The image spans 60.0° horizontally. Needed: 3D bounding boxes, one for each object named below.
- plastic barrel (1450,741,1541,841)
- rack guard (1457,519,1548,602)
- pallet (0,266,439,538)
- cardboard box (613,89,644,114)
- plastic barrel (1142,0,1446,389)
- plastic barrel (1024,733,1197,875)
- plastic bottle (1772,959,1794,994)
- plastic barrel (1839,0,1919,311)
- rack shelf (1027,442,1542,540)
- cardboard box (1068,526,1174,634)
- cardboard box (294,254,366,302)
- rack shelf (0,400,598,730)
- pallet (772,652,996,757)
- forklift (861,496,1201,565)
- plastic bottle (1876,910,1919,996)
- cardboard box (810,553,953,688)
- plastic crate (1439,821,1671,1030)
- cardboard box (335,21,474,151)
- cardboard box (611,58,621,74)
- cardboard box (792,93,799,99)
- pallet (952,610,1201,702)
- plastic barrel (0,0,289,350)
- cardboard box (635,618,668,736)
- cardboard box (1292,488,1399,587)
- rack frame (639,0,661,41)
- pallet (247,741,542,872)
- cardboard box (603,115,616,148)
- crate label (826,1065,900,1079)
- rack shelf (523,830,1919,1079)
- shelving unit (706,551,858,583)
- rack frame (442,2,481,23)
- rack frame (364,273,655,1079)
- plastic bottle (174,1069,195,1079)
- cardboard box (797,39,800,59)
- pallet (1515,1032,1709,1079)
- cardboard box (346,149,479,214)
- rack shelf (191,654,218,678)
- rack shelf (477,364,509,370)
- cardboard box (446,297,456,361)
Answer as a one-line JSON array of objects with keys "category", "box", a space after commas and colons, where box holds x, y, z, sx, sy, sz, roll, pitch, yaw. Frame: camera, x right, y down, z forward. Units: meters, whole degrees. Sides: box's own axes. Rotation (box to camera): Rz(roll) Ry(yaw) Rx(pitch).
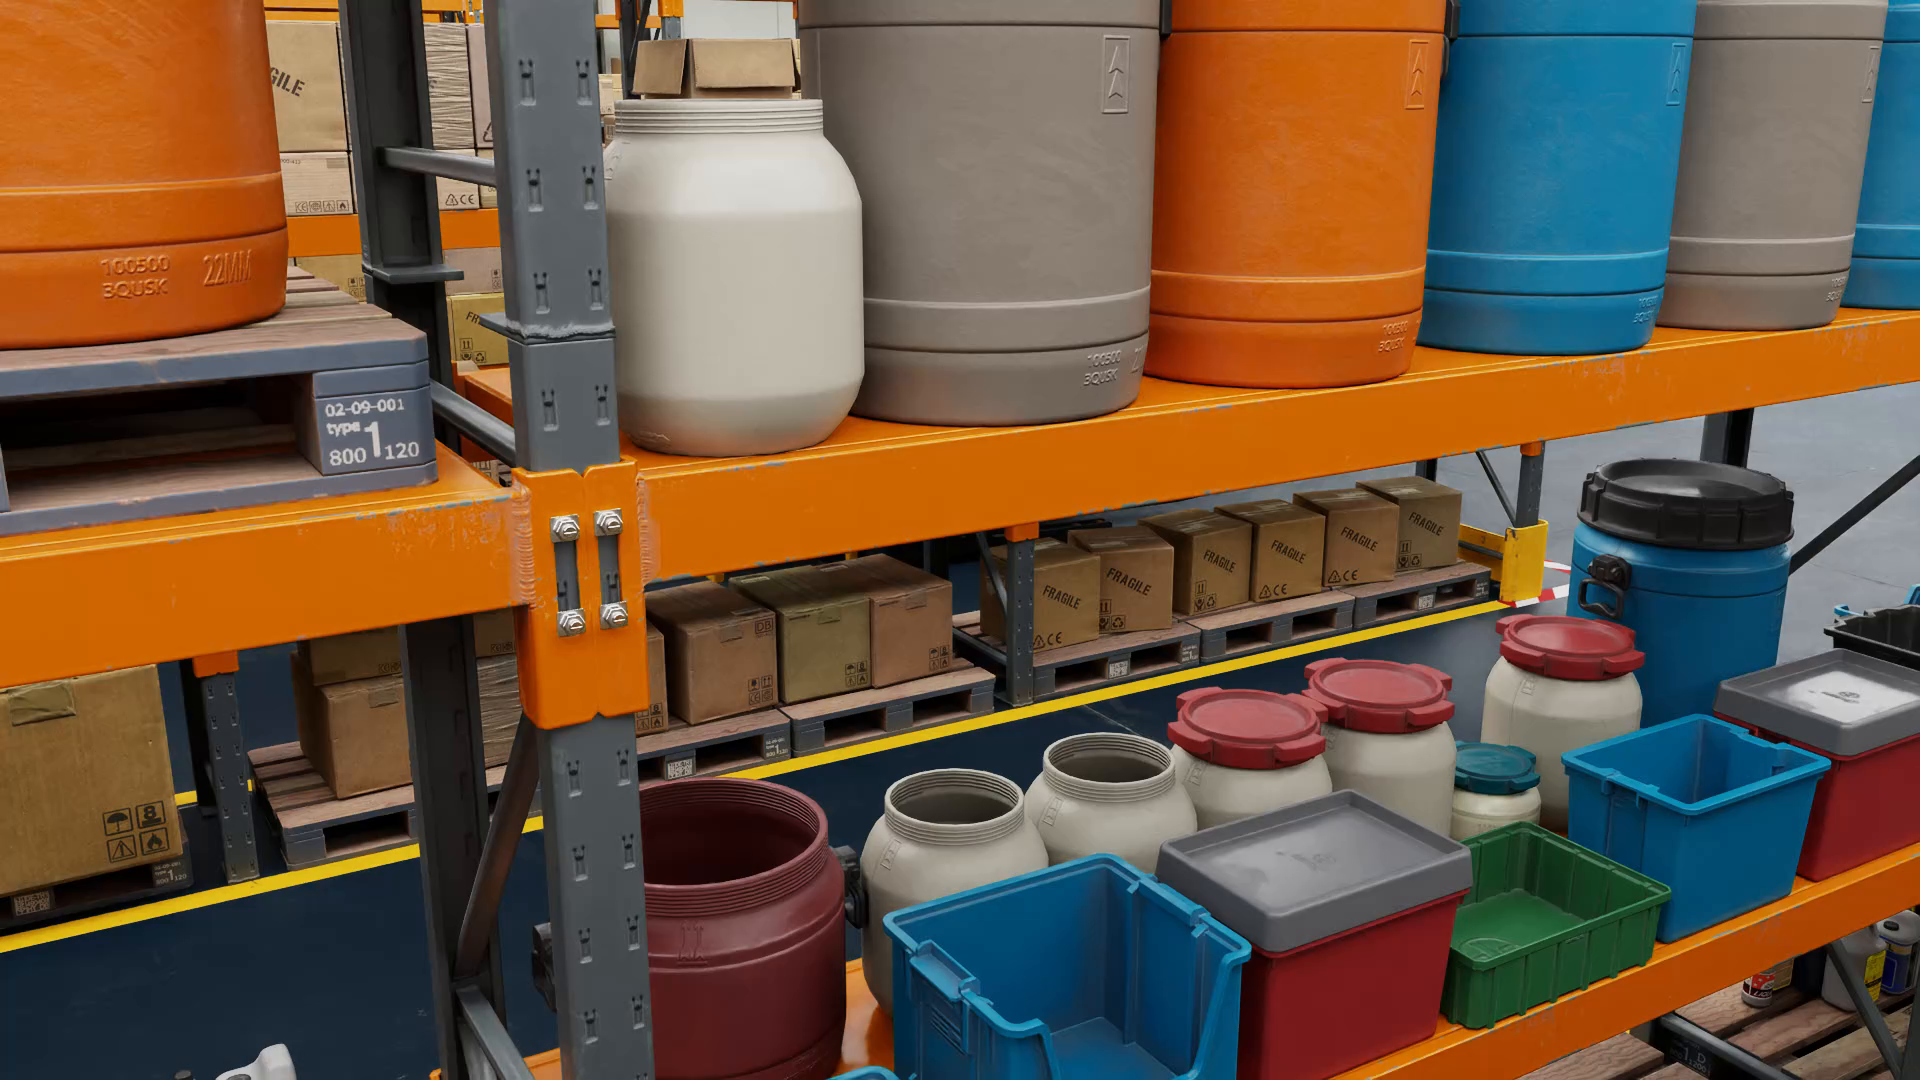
[{"category": "plastic barrel", "box": [1.431, 0.719, 4.545, 0.301, 0.262, 0.301, 0, 16, 0]}, {"category": "rack guard", "box": [3.458, 0.016, 11.427, 0.348, 0.500, 1.175, -9, 18, -30]}, {"category": "pallet", "box": [-1.490, -0.210, 2.394, 1.213, 0.211, 1.003, -9, 18, -30]}, {"category": "cardboard box", "box": [-3.618, -4.589, 17.392, 0.500, 0.250, 0.500, -9, 18, -29]}, {"category": "plastic barrel", "box": [0.592, -0.746, 3.162, 0.708, 0.830, 0.600, -9, 18, -30]}, {"category": "plastic barrel", "box": [0.349, 0.755, 3.952, 0.421, 0.512, 0.421, 0, 16, 0]}, {"category": "plastic bottle", "box": [2.887, 1.457, 5.874, 0.133, 0.283, 0.061, -8, 18, -27]}, {"category": "plastic barrel", "box": [2.321, -1.061, 4.152, 0.708, 0.901, 0.600, -9, 18, -30]}, {"category": "rack shelf", "box": [1.808, -0.574, 10.233, 4.000, 0.370, 1.077, -9, 18, -30]}, {"category": "cardboard box", "box": [0.944, 0.231, 9.880, 0.500, 0.500, 0.500, -3, 16, -12]}, {"category": "cardboard box", "box": [-4.541, -1.980, 11.878, 0.500, 0.500, 0.700, -10, 18, -31]}, {"category": "rack shelf", "box": [-2.498, 0.240, 1.773, 4.000, 0.370, 1.077, -9, 18, -30]}, {"category": "pallet", "box": [-0.573, 0.809, 9.133, 1.213, 0.211, 1.003, -9, 18, -30]}, {"category": "forklift", "box": [0.563, -1.487, 12.285, 3.031, 2.935, 1.130, -8, 17, -25]}, {"category": "plastic bottle", "box": [3.311, 1.451, 5.907, 0.135, 0.276, 0.152, -9, 18, -30]}, {"category": "cardboard box", "box": [-0.444, 0.430, 9.135, 0.500, 0.500, 0.700, -11, 19, -34]}, {"category": "plastic crate", "box": [1.297, 0.913, 3.988, 0.662, 0.188, 0.450, -9, 18, -30]}, {"category": "cardboard box", "box": [-2.363, -1.895, 6.944, 0.500, 0.500, 0.500, -9, 18, -29]}, {"category": "cardboard box", "box": [-4.394, -6.264, 22.493, 0.500, 0.500, 0.500, -9, 18, -28]}, {"category": "cardboard box", "box": [-1.451, -3.420, 12.999, 0.250, 0.149, 0.380, -9, 18, -30]}, {"category": "pallet", "box": [0.651, 0.599, 9.882, 1.213, 0.211, 1.003, -9, 18, -30]}, {"category": "plastic barrel", "box": [-1.272, -0.715, 2.274, 0.708, 0.830, 0.600, -9, 18, -30]}, {"category": "cardboard box", "box": [-1.820, 0.647, 8.359, 0.500, 0.500, 0.700, -8, 17, -25]}, {"category": "cardboard box", "box": [2.484, -0.023, 10.788, 0.500, 0.500, 0.500, -4, 16, -15]}, {"category": "rack frame", "box": [-4.141, -7.528, 22.592, 0.127, 3.000, 1.000, -9, 18, -30]}, {"category": "pallet", "box": [-2.664, 1.148, 7.923, 1.213, 0.211, 1.003, -9, 18, -30]}, {"category": "cardboard box", "box": [-1.462, -1.893, 7.701, 0.250, 0.166, 0.380, -10, 18, -31]}, {"category": "crate label", "box": [-0.230, 1.168, 2.994, 0.416, 0.233, 0.303, -9, 18, -30]}, {"category": "rack shelf", "box": [0.930, 1.128, 4.161, 4.000, 0.370, 1.077, -9, 18, -30]}, {"category": "shelving unit", "box": [-1.330, -0.562, 11.637, 1.083, 1.500, 0.587, -8, 17, -25]}, {"category": "rack frame", "box": [-5.010, -5.824, 16.514, 0.127, 3.000, 1.000, -9, 18, -30]}, {"category": "rack frame", "box": [-0.784, 1.060, 3.072, 0.127, 3.000, 1.000, -9, 18, -30]}, {"category": "plastic bottle", "box": [-1.435, 1.117, 3.107, 0.097, 0.271, 0.097, 0, 16, 0]}, {"category": "cardboard box", "box": [-1.234, -3.840, 13.018, 0.250, 0.149, 0.380, -10, 18, -31]}, {"category": "pallet", "box": [1.992, 1.964, 5.011, 1.213, 0.211, 1.003, -9, 18, -30]}, {"category": "cardboard box", "box": [-2.361, -1.536, 7.053, 0.500, 0.250, 0.500, -9, 18, -28]}, {"category": "rack shelf", "box": [-5.049, 0.538, 6.266, 4.000, 0.370, 1.077, -9, 18, -30]}, {"category": "rack shelf", "box": [-4.088, -1.180, 12.393, 4.000, 0.370, 1.077, -9, 18, -30]}, {"category": "cardboard box", "box": [-3.984, -1.506, 12.040, 0.500, 0.500, 0.500, -9, 18, -30]}]
